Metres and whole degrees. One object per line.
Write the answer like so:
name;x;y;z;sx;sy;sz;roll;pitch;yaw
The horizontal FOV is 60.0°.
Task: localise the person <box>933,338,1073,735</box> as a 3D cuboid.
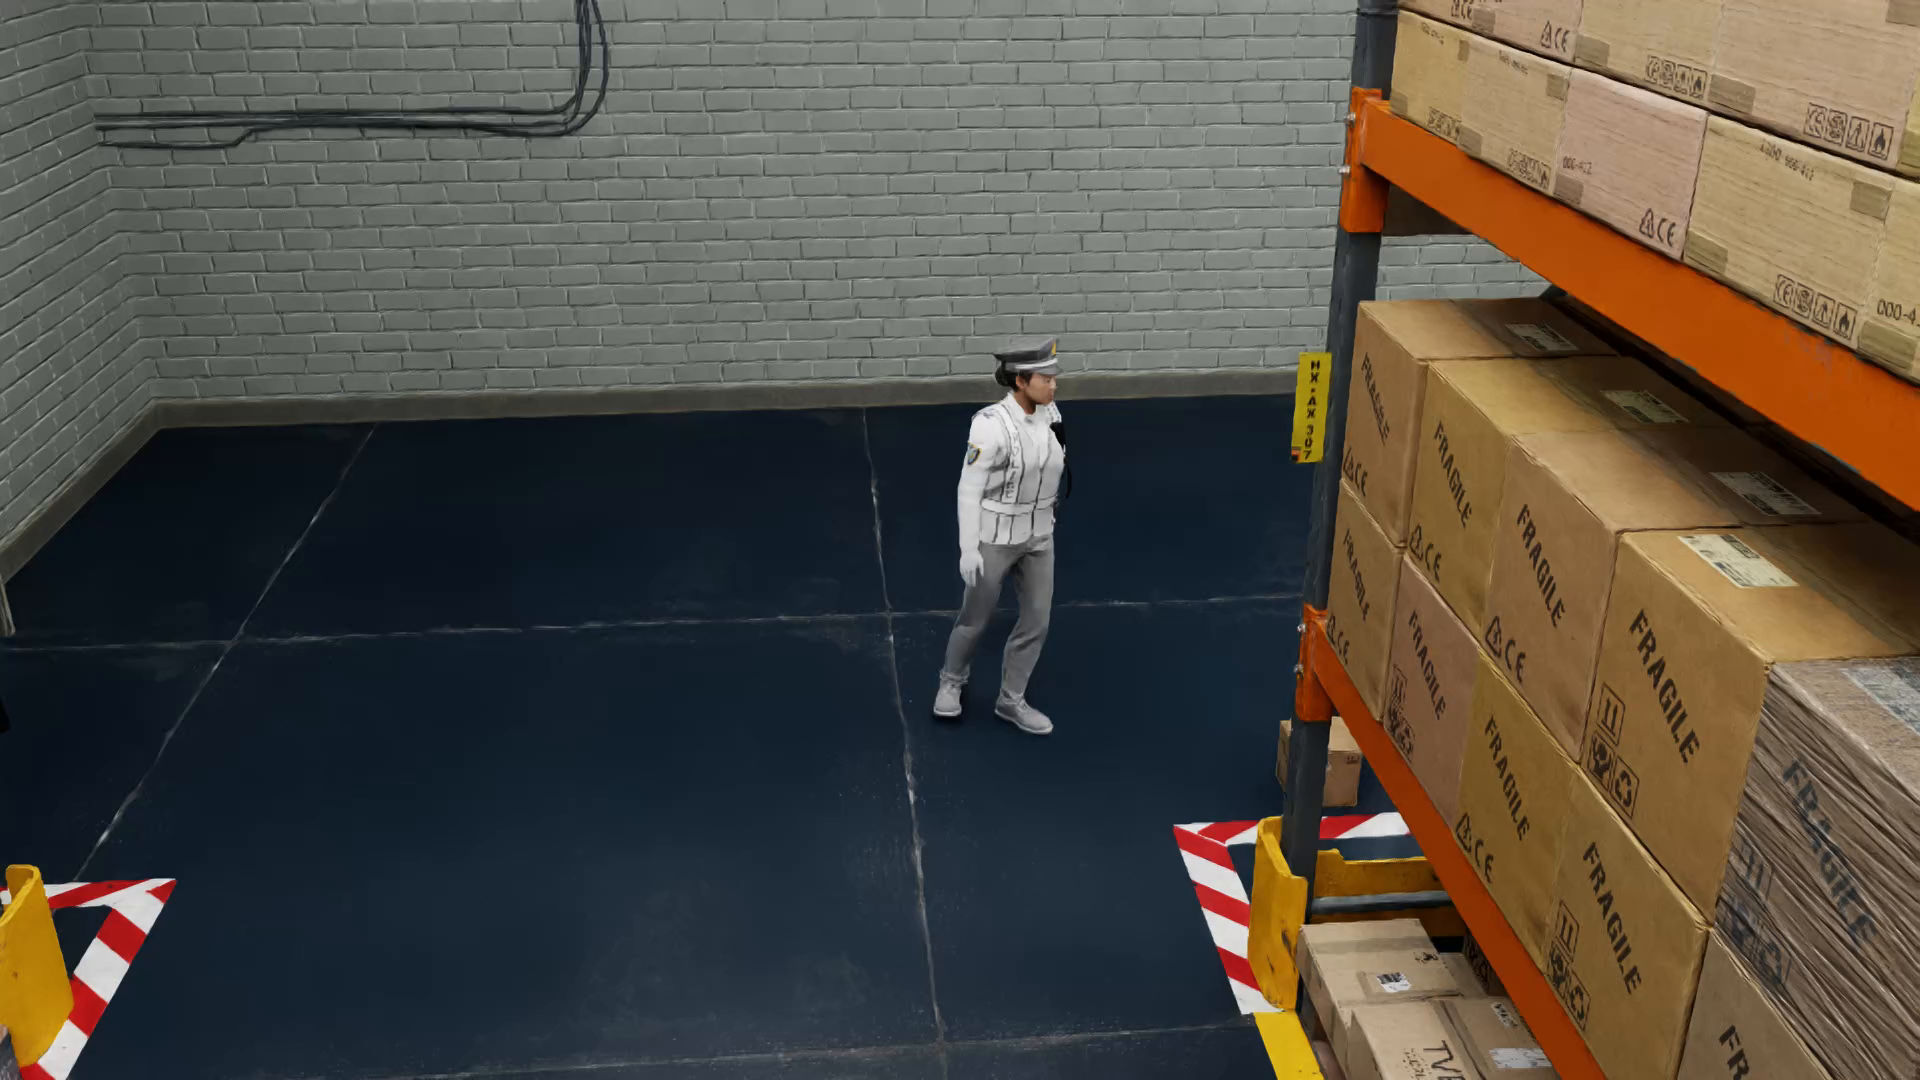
person;0.164;-0.033;6.663;0.519;1.666;0.535;-17;29;-34
